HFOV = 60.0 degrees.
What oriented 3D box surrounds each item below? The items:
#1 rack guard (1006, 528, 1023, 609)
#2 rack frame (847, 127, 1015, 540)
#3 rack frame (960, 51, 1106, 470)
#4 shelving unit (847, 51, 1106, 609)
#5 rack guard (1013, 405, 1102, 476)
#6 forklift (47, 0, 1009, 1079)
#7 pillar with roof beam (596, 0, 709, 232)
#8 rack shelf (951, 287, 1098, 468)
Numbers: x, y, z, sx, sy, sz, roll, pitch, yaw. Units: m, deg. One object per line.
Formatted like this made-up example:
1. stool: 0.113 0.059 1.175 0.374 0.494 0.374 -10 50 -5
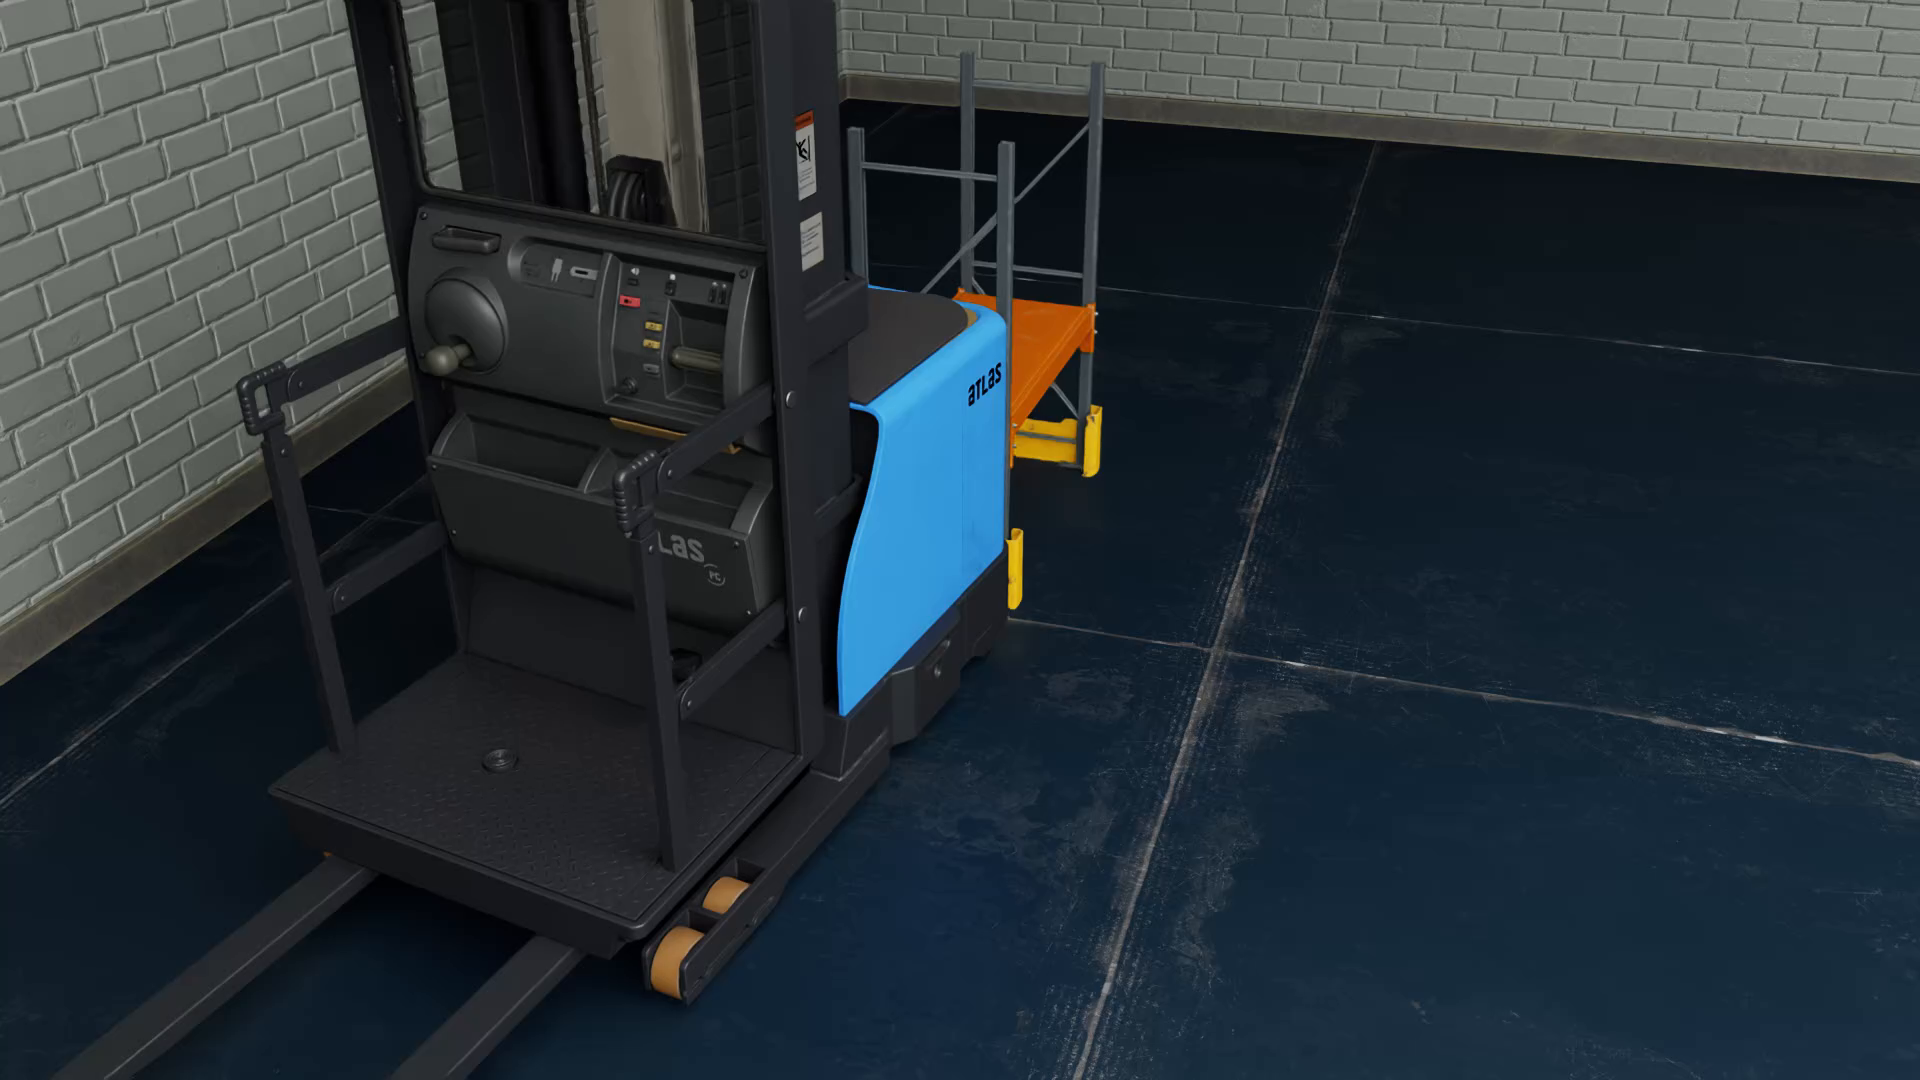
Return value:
1. rack guard: -0.085 0.051 5.402 0.587 0.250 0.087 9 30 16
2. rack frame: -0.085 -0.495 5.097 0.500 1.500 0.032 9 30 16
3. rack frame: 0.242 -0.963 5.938 0.500 1.500 0.032 9 30 16
4. shelving unit: 0.075 -0.725 5.510 0.587 1.500 1.083 9 30 16
5. rack guard: 0.236 -0.408 6.226 0.587 0.250 0.087 9 30 16
6. forklift: -0.957 -0.465 3.571 1.130 2.935 3.031 14 32 23
7. pillar with roof beam: 2.611 -4.843 5.199 9.100 9.000 0.400 8 30 15
8. rack shelf: 0.078 -0.572 5.605 0.538 0.185 1.000 9 30 16
